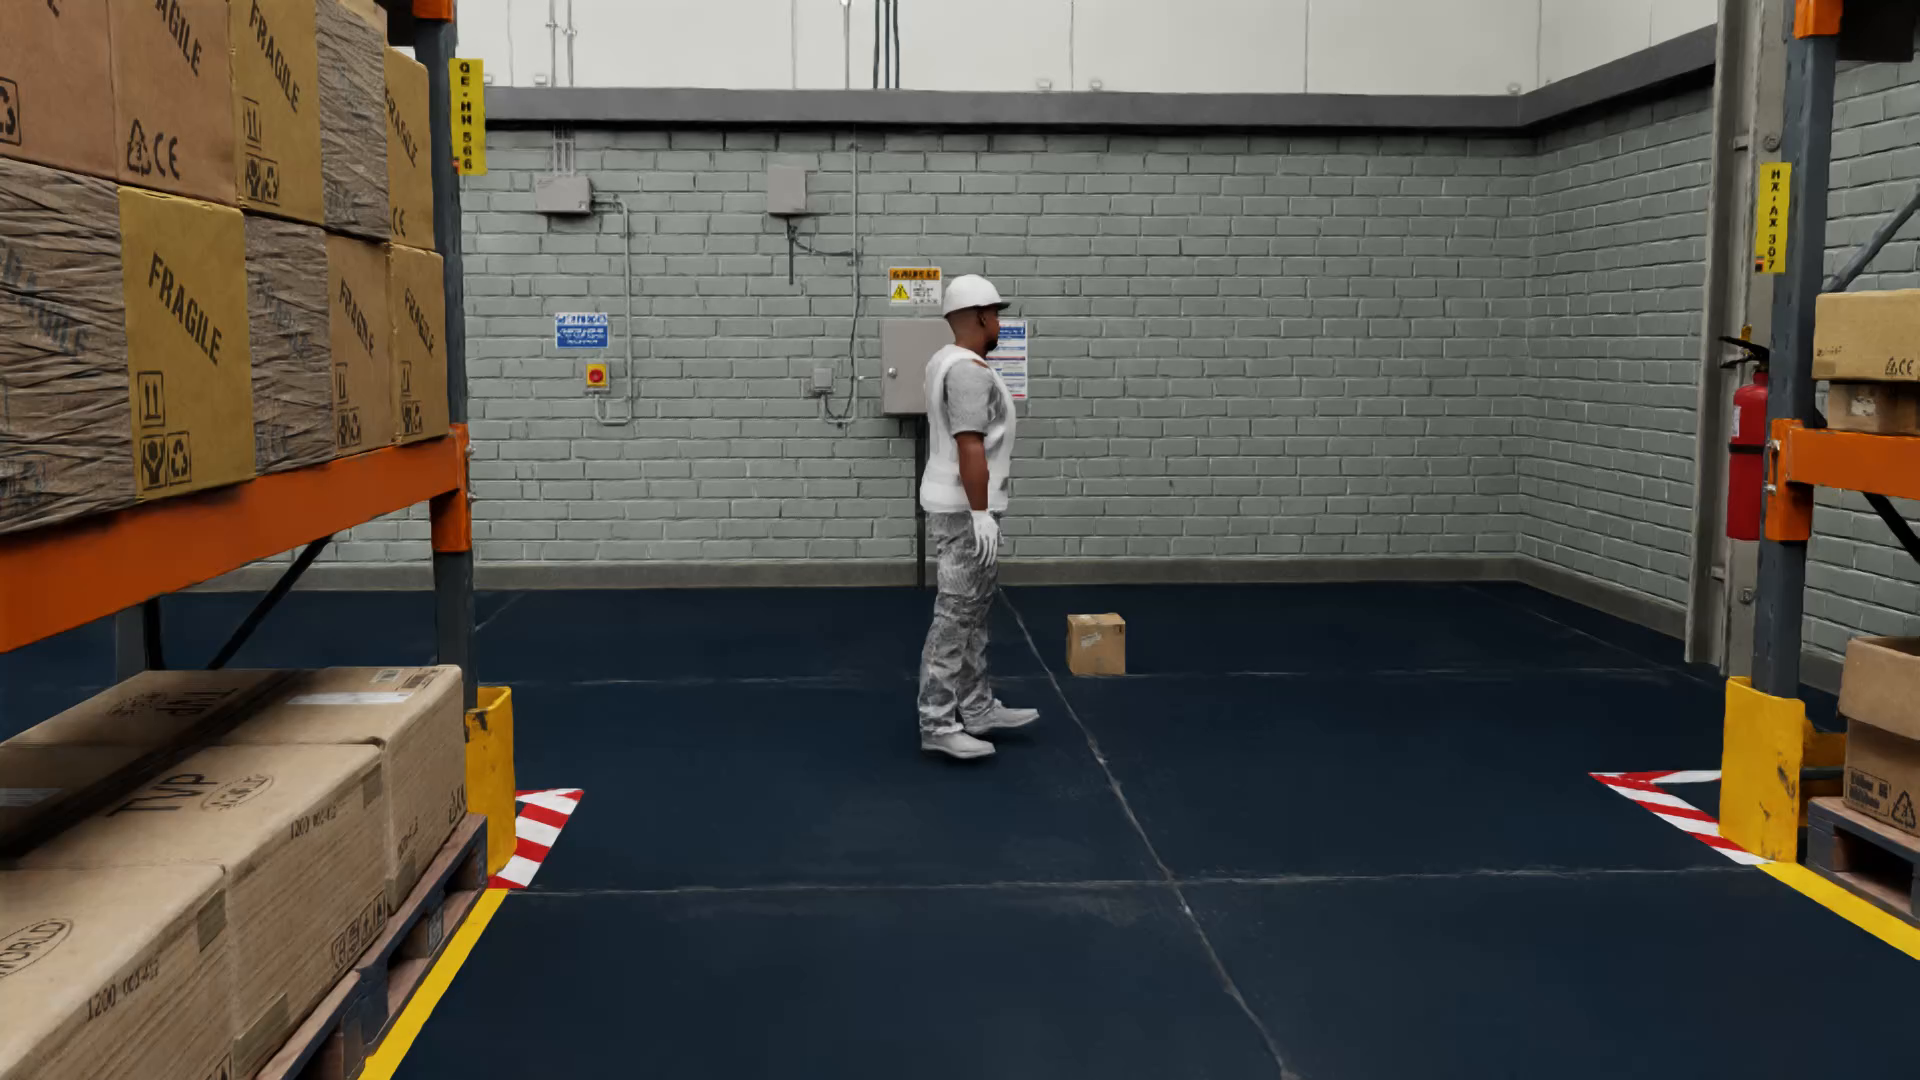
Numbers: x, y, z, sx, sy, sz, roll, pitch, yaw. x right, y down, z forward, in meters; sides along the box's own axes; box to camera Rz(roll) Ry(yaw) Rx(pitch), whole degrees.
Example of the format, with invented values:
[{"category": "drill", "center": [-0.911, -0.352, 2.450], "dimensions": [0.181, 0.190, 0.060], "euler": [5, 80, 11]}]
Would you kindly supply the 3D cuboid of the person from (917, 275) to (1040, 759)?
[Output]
[{"category": "person", "center": [0.077, -0.107, 6.321], "dimensions": [0.511, 1.784, 0.640], "euler": [-1, 7, -6]}]
